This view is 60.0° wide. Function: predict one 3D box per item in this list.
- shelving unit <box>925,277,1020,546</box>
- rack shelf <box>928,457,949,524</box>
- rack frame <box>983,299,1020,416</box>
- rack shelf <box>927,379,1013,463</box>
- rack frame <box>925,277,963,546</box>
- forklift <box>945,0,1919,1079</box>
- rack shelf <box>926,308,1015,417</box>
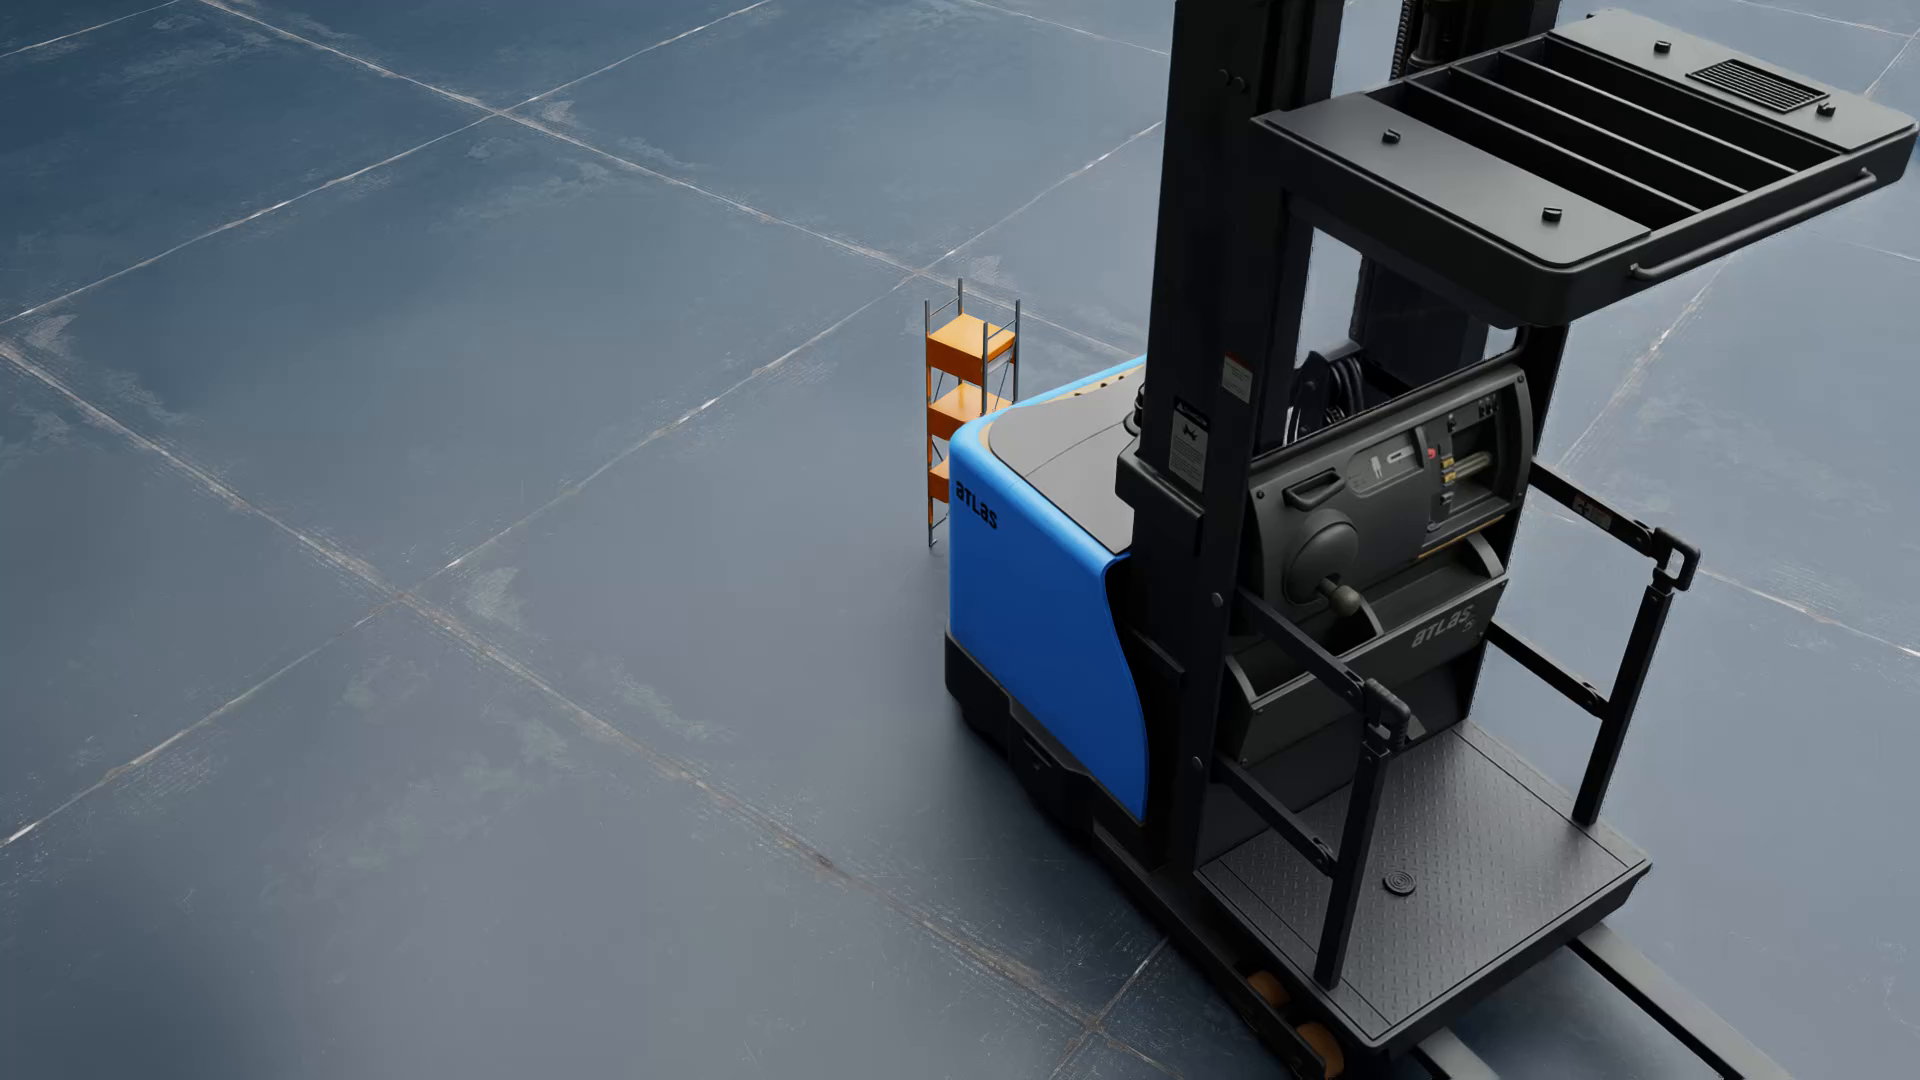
[{"bbox_3d":[0.042,-0.393,5.901,0.252,1.050,0.215,25,45,29],"label":"shelving unit"},{"bbox_3d":[0.042,-0.166,6.079,0.240,0.259,0.215,25,45,29],"label":"rack shelf"},{"bbox_3d":[0.139,-0.348,5.842,0.008,1.050,0.200,25,45,29],"label":"rack frame"},{"bbox_3d":[0.042,-0.385,5.907,0.240,0.259,0.215,25,45,29],"label":"rack shelf"},{"bbox_3d":[-0.054,-0.439,5.959,0.008,1.050,0.200,25,45,29],"label":"rack frame"},{"bbox_3d":[1.191,-0.053,3.940,1.130,2.935,3.031,-23,43,-26],"label":"forklift"},{"bbox_3d":[0.042,-0.608,5.732,0.240,0.259,0.215,25,45,29],"label":"rack shelf"}]
